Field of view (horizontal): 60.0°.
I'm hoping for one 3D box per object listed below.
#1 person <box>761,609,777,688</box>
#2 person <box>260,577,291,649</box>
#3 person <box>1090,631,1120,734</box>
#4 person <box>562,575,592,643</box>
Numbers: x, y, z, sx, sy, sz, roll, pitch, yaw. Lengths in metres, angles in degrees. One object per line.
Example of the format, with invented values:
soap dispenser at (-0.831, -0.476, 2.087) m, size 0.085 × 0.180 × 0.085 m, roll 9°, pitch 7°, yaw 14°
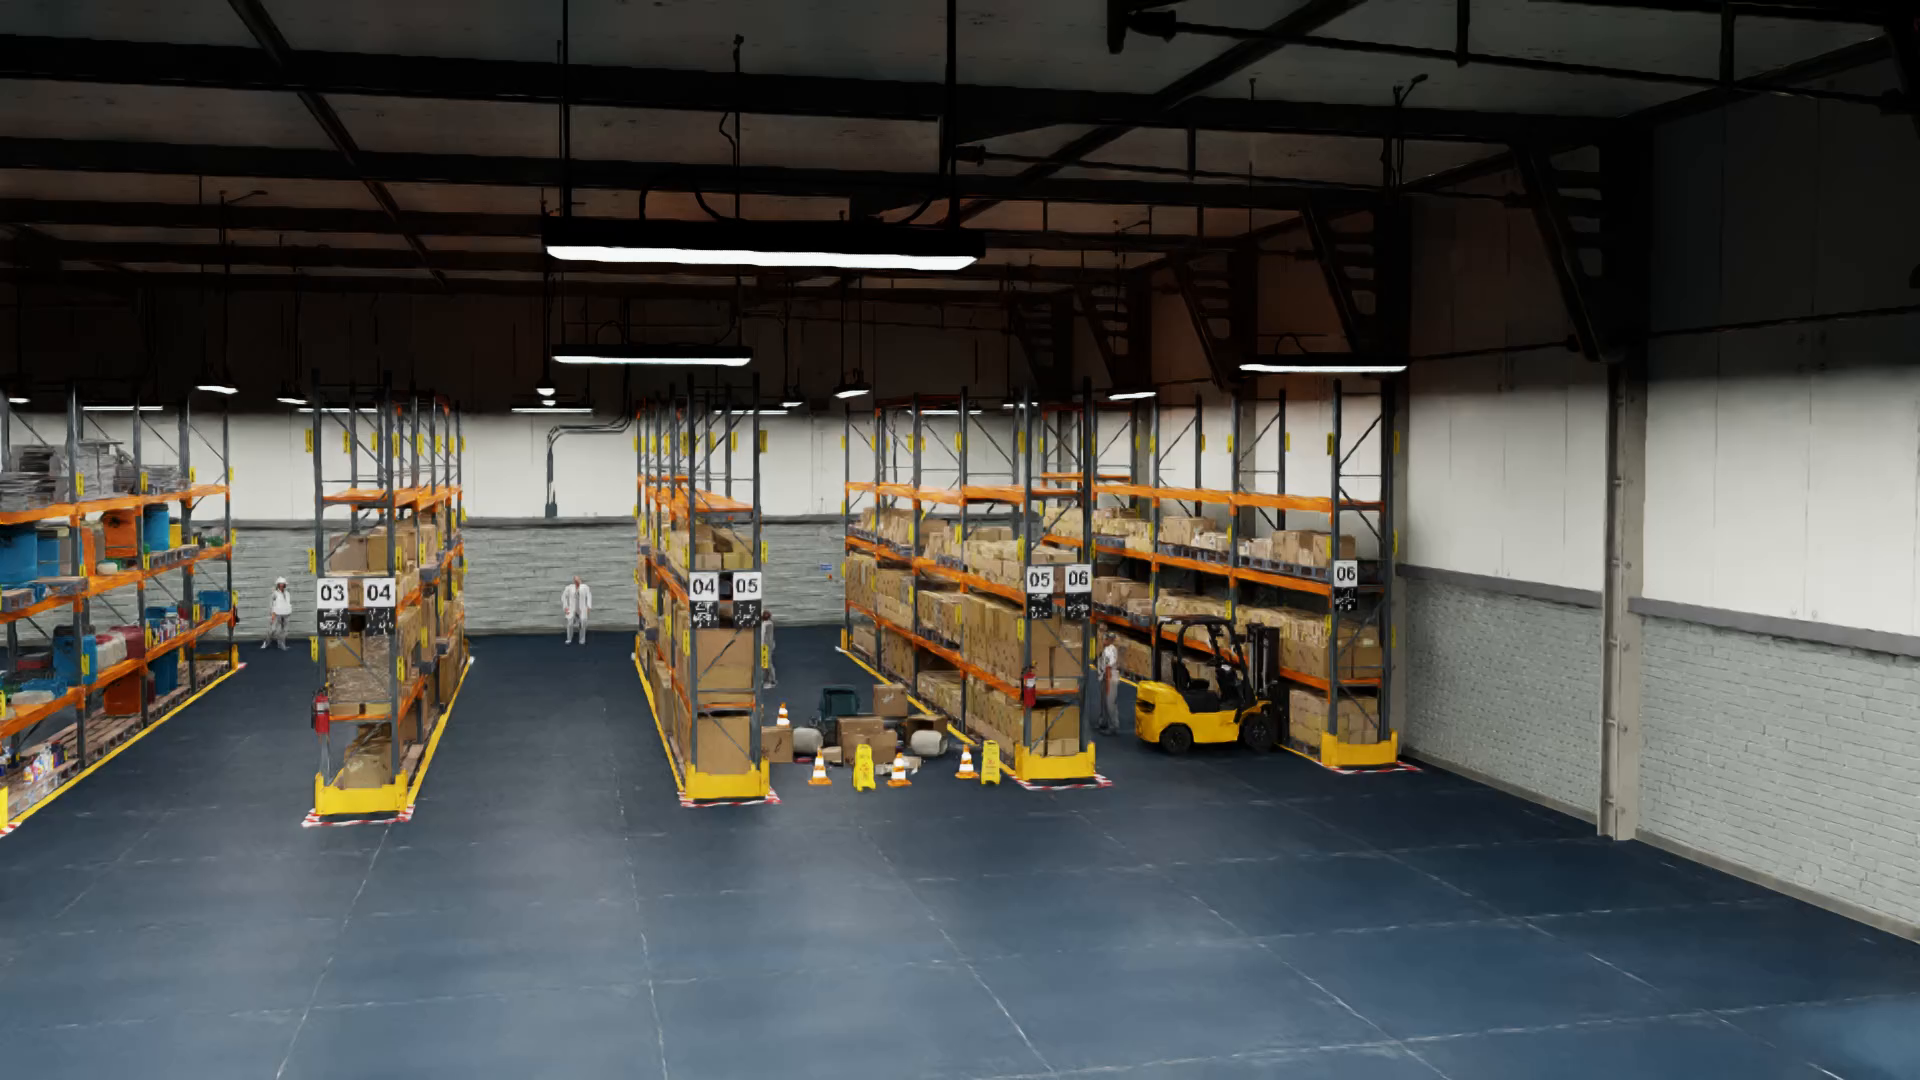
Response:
person at (-3.982, 2.226, 34.153) m, size 0.527 × 1.581 × 0.522 m, roll 1°, pitch 3°, yaw 18°
person at (-16.635, 1.788, 40.430) m, size 0.521 × 1.763 × 0.715 m, roll 2°, pitch 4°, yaw 35°
person at (2.509, 2.454, 28.817) m, size 0.536 × 1.753 × 0.631 m, roll 1°, pitch 3°, yaw 12°
person at (-9.605, 1.736, 41.673) m, size 0.729 × 1.733 × 0.546 m, roll -1°, pitch 3°, yaw -15°
